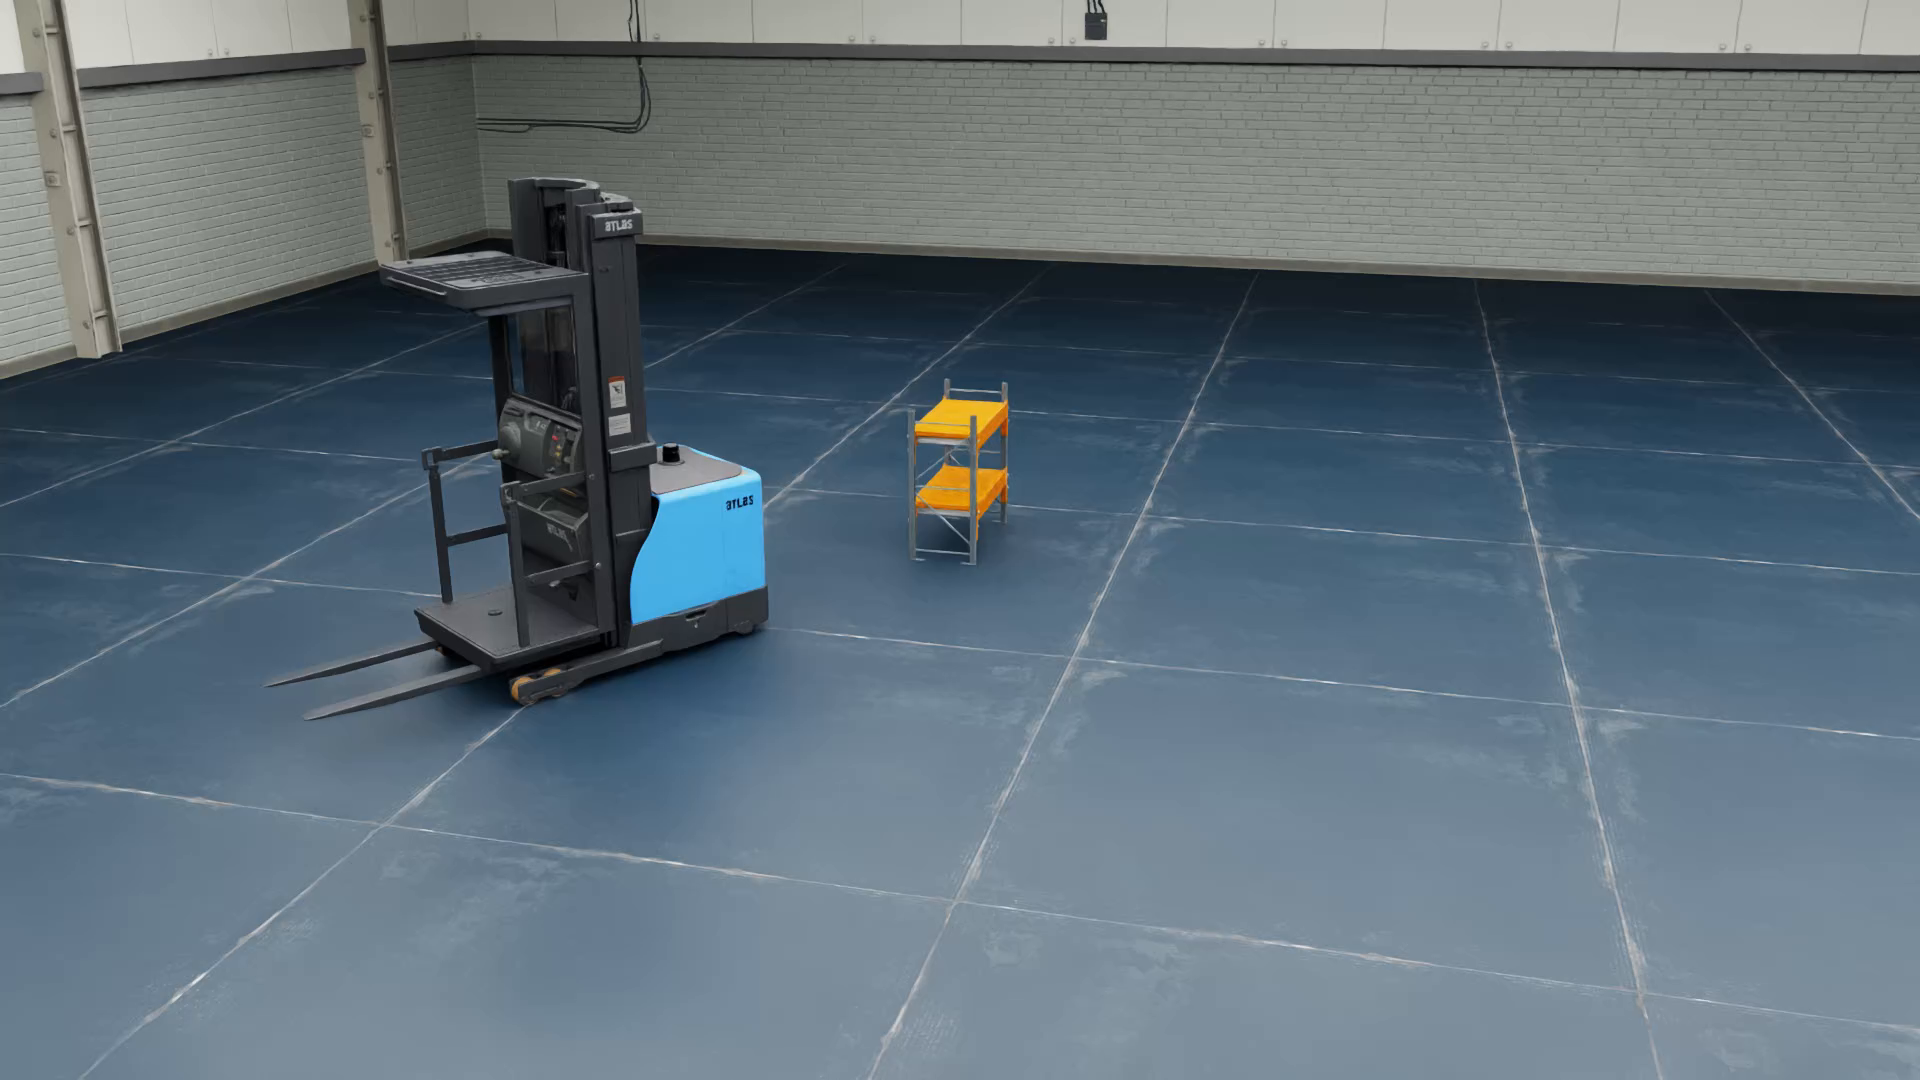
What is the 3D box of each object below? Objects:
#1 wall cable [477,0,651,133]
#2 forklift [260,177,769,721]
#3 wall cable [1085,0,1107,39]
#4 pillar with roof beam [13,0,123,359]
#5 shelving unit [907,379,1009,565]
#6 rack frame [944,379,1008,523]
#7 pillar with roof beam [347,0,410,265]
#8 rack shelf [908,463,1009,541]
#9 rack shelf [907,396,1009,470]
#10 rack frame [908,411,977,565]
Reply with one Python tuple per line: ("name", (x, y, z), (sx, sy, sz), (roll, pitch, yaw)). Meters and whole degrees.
("wall cable", (-6.296, -7.598, 25.814), (3.097, 2.526, 0.112), (5, 19, 13))
("forklift", (-2.689, -0.598, 9.905), (3.031, 2.935, 1.130), (-16, 25, -39))
("wall cable", (2.906, -9.922, 22.552), (2.305, 6.003, 0.169), (5, 19, 13))
("pillar with roof beam", (-5.589, -6.028, 16.413), (9.100, 9.000, 0.400), (5, 19, 13))
("shelving unit", (-0.002, -0.530, 12.500), (0.538, 1.125, 1.048), (5, 19, 13))
("rack frame", (0.123, -0.690, 12.966), (0.500, 1.125, 0.032), (5, 19, 13))
("pillar with roof beam", (-4.123, -7.908, 21.919), (9.100, 9.000, 0.400), (5, 19, 13))
("rack shelf", (-0.002, -0.299, 12.579), (0.538, 0.278, 1.000), (5, 19, 13))
("rack shelf", (-0.002, -0.807, 12.405), (0.538, 0.278, 1.000), (5, 19, 13))
("rack frame", (-0.126, -0.371, 12.033), (0.500, 1.125, 0.032), (5, 19, 13))
